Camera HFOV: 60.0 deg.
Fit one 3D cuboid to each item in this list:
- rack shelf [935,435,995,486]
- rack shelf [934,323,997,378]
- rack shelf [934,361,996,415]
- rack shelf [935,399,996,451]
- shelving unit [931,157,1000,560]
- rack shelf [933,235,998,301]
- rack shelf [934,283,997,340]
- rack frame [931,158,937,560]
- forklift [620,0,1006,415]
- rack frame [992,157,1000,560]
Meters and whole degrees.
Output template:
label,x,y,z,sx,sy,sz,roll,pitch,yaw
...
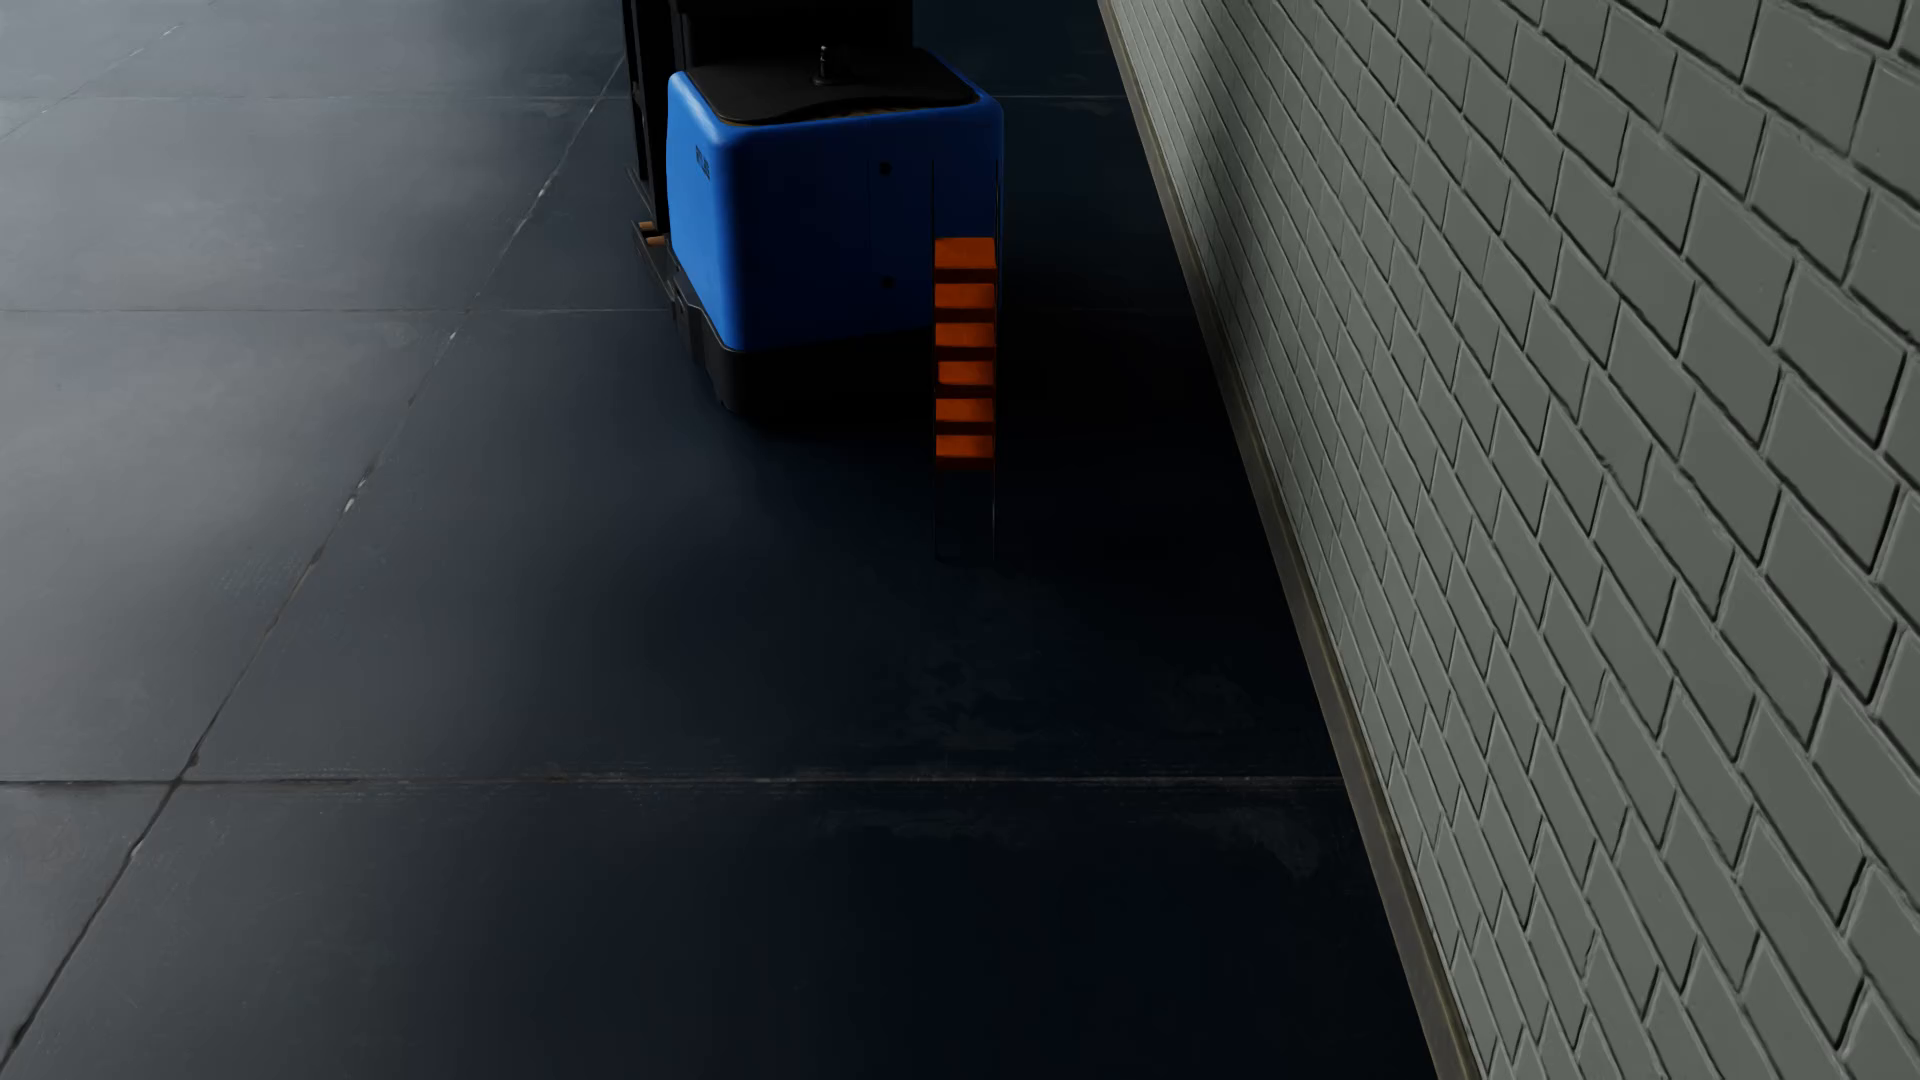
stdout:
label,x,y,z,sx,sy,sz,roll,pitch,yaw
rack shelf,0.014,-0.270,5.086,0.180,0.103,0.258,0,31,0
rack shelf,0.014,-0.578,4.900,0.180,0.103,0.258,0,31,0
rack shelf,0.014,-0.475,4.962,0.180,0.103,0.258,0,31,0
rack shelf,0.014,-0.372,5.024,0.180,0.103,0.258,0,31,0
shelving unit,0.014,-0.513,4.939,0.189,1.200,0.258,0,31,0
rack shelf,0.014,-0.783,4.775,0.180,0.103,0.258,0,31,0
rack shelf,0.014,-0.680,4.837,0.180,0.103,0.258,0,31,0
rack frame,-0.077,-0.513,4.938,0.006,1.200,0.240,0,31,0
forklift,-0.797,-2.445,6.454,1.130,2.935,3.031,-10,33,-16
rack frame,0.106,-0.513,4.939,0.006,1.200,0.240,0,31,0
